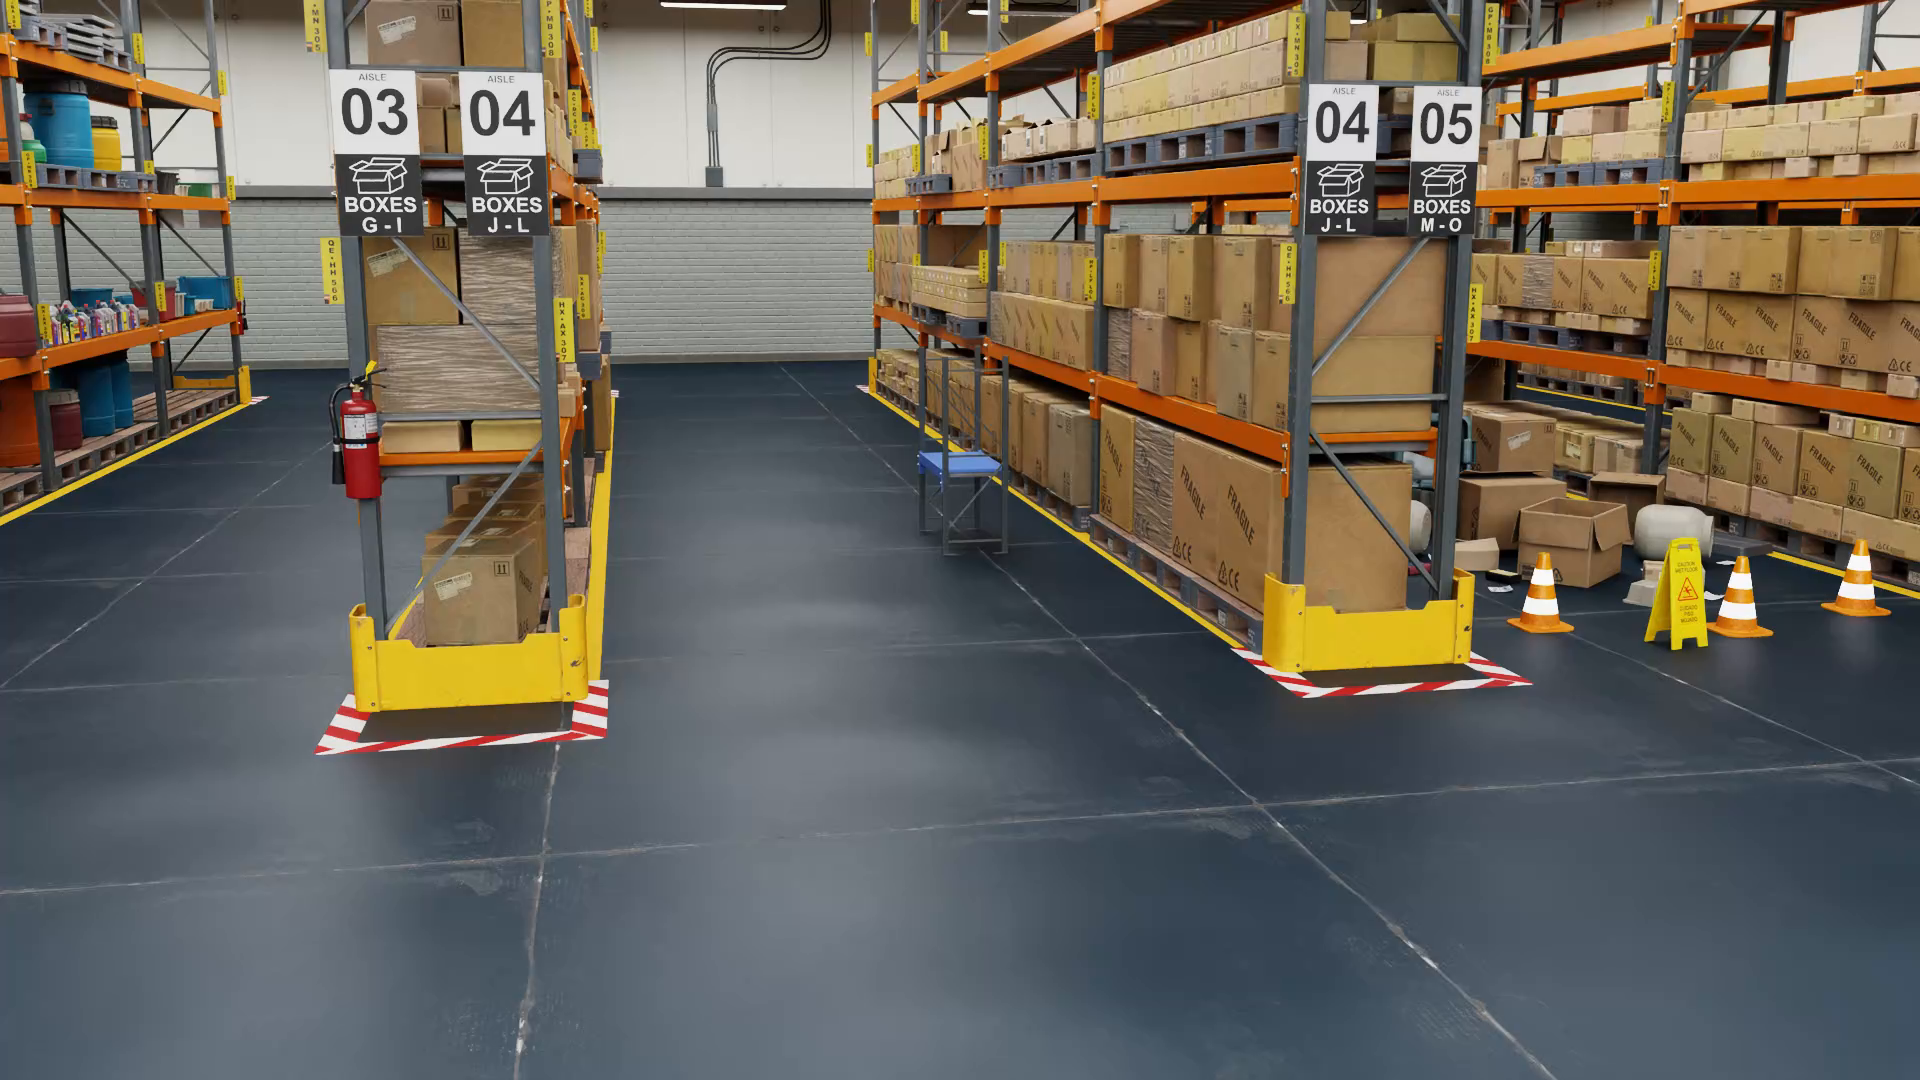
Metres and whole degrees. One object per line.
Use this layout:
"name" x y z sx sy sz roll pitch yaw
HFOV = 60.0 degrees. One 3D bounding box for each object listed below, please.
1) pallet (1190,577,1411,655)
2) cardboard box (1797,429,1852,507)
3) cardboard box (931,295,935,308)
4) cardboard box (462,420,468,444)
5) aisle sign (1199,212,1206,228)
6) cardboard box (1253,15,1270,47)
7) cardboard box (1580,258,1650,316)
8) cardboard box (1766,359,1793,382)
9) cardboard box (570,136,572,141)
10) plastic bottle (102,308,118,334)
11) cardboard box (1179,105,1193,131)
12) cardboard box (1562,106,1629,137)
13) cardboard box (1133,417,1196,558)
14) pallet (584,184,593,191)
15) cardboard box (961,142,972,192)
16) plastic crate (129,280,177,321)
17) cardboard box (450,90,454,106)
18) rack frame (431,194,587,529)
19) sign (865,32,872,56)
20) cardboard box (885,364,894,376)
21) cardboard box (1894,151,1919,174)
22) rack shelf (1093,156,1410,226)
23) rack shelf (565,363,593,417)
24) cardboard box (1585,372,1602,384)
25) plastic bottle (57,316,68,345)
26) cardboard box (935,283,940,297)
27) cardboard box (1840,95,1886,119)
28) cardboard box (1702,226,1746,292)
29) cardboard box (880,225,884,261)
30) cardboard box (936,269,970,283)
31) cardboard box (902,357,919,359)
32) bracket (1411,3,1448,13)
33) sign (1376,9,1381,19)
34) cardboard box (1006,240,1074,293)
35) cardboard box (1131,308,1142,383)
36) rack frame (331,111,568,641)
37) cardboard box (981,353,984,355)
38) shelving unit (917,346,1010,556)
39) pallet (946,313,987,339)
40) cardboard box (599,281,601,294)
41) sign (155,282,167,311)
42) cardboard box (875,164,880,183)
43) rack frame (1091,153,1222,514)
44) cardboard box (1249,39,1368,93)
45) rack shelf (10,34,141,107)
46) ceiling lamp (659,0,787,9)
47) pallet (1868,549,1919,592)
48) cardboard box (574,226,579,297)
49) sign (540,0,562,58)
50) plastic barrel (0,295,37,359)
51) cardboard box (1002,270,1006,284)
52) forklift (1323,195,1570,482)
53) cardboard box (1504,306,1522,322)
"pallet" 2.098 0.439 10.325 1.003 0.211 1.213 -2 11 -11
"cardboard box" 6.558 -0.535 12.212 0.500 0.500 0.500 -2 11 -12
"cardboard box" -0.119 -2.742 19.132 0.380 0.149 0.250 -2 11 -12
"cardboard box" -2.861 -0.592 8.958 0.380 0.149 0.250 -2 11 -11
"aisle sign" 3.755 -5.200 25.540 0.394 0.787 0.004 -2 11 -11
"cardboard box" 1.884 -2.880 9.429 0.380 0.149 0.250 -2 11 -11
"cardboard box" 5.975 -2.288 15.009 0.500 0.500 0.500 -2 11 -11
"cardboard box" 6.374 -1.291 12.630 0.380 0.149 0.250 -2 11 -11
"cardboard box" -3.511 -3.352 13.363 0.797 0.503 0.637 -2 11 -9
"plastic bottle" -9.185 -2.365 17.931 0.152 0.276 0.135 -2 11 -11
"cardboard box" 1.637 -2.721 10.729 0.380 0.149 0.250 -2 11 -10
"cardboard box" 5.930 -3.859 15.367 0.500 0.250 0.500 -2 11 -10
"cardboard box" 1.785 -0.400 11.835 0.875 0.875 0.875 -2 11 -11
"pallet" -4.288 -3.589 16.515 1.213 0.211 1.003 -2 11 -8
"cardboard box" 0.304 -3.964 17.709 0.500 0.500 0.500 -2 11 -11
"plastic crate" -9.675 -2.880 19.972 0.402 0.464 0.583 -2 11 -11
"cardboard box" -3.010 -2.454 9.378 0.380 0.149 0.250 -2 11 -10
"rack frame" -3.333 -1.359 12.313 1.000 3.000 0.127 -2 11 -11
"sign" -1.314 -7.147 23.967 0.100 0.325 0.005 -2 11 -11
"cardboard box" -0.856 -2.423 23.610 0.380 0.149 0.250 -2 11 -9
"cardboard box" 6.644 -2.578 11.369 0.380 0.149 0.250 -2 11 -11
"rack shelf" 1.941 -2.274 11.023 1.077 0.370 4.000 -2 11 -11
"rack shelf" -3.722 -1.372 14.307 1.077 0.370 4.000 -2 11 -11
"cardboard box" 9.234 -2.388 23.908 0.396 0.266 0.258 -2 11 -9
"plastic bottle" -8.808 -2.057 16.294 0.061 0.283 0.133 -2 11 -11
"cardboard box" -0.072 -2.841 18.854 0.380 0.149 0.250 -2 11 -12
"cardboard box" 6.479 -3.059 11.761 0.380 0.149 0.250 -2 11 -10
"cardboard box" 6.338 -2.223 13.114 0.700 0.500 0.500 -2 11 -11
"cardboard box" -0.851 -4.224 23.627 0.500 0.500 0.500 -2 11 -9
"cardboard box" -0.070 -2.988 18.828 0.380 0.149 0.250 -2 11 -9
"cardboard box" -0.595 -2.428 22.840 0.380 0.149 0.250 -2 11 -11
"bracket" 8.309 -9.919 31.619 0.076 0.066 5.218 -2 11 -11
"sign" 5.362 -6.653 21.375 0.100 0.325 0.005 -2 11 -11
"cardboard box" 0.851 -2.712 16.480 0.700 0.500 0.500 -2 11 -11
"cardboard box" 1.764 -1.427 12.270 0.875 0.550 0.550 -2 11 -11
"rack frame" -2.555 -0.625 8.458 1.000 3.000 0.127 -2 11 -11
"cardboard box" 0.476 -2.112 19.829 0.500 0.250 0.500 -2 11 -8
"shelving unit" 0.017 -0.721 12.974 0.538 1.500 1.048 -2 11 -11
"pallet" 0.531 -2.287 17.702 1.213 0.211 1.003 -2 11 -11
"cardboard box" -5.115 -3.366 22.467 0.500 0.250 0.500 -3 11 -13
"sign" -9.207 -2.802 19.153 0.100 0.325 0.005 -2 11 -11
"cardboard box" -0.950 -5.275 23.931 0.500 0.250 0.500 -2 11 -10
"rack frame" 1.552 -1.521 13.163 1.000 3.000 0.127 -2 11 -11
"cardboard box" 1.961 -2.668 9.384 0.500 0.250 0.500 -2 11 -10
"rack shelf" -9.358 -4.676 16.692 1.077 0.370 4.000 -2 11 -11
"ceiling lamp" -3.702 -9.959 25.840 2.000 3.185 0.800 -2 11 -11
"pallet" 7.028 0.220 11.475 1.003 0.211 1.213 -2 11 -11
"cardboard box" -2.976 -1.973 11.801 0.500 0.500 0.500 -2 11 -11
"sign" -2.023 -2.548 8.200 0.100 0.325 0.005 -2 11 -11
"plastic barrel" -8.582 -1.905 14.819 0.600 0.536 0.708 -2 11 -11
"cardboard box" 0.670 -2.914 18.440 0.380 0.149 0.250 -2 11 -8
"forklift" 4.095 -1.904 15.360 3.031 2.935 1.130 4 12 21
"cardboard box" 5.677 -2.272 16.659 0.380 0.149 0.250 -1 11 -8
